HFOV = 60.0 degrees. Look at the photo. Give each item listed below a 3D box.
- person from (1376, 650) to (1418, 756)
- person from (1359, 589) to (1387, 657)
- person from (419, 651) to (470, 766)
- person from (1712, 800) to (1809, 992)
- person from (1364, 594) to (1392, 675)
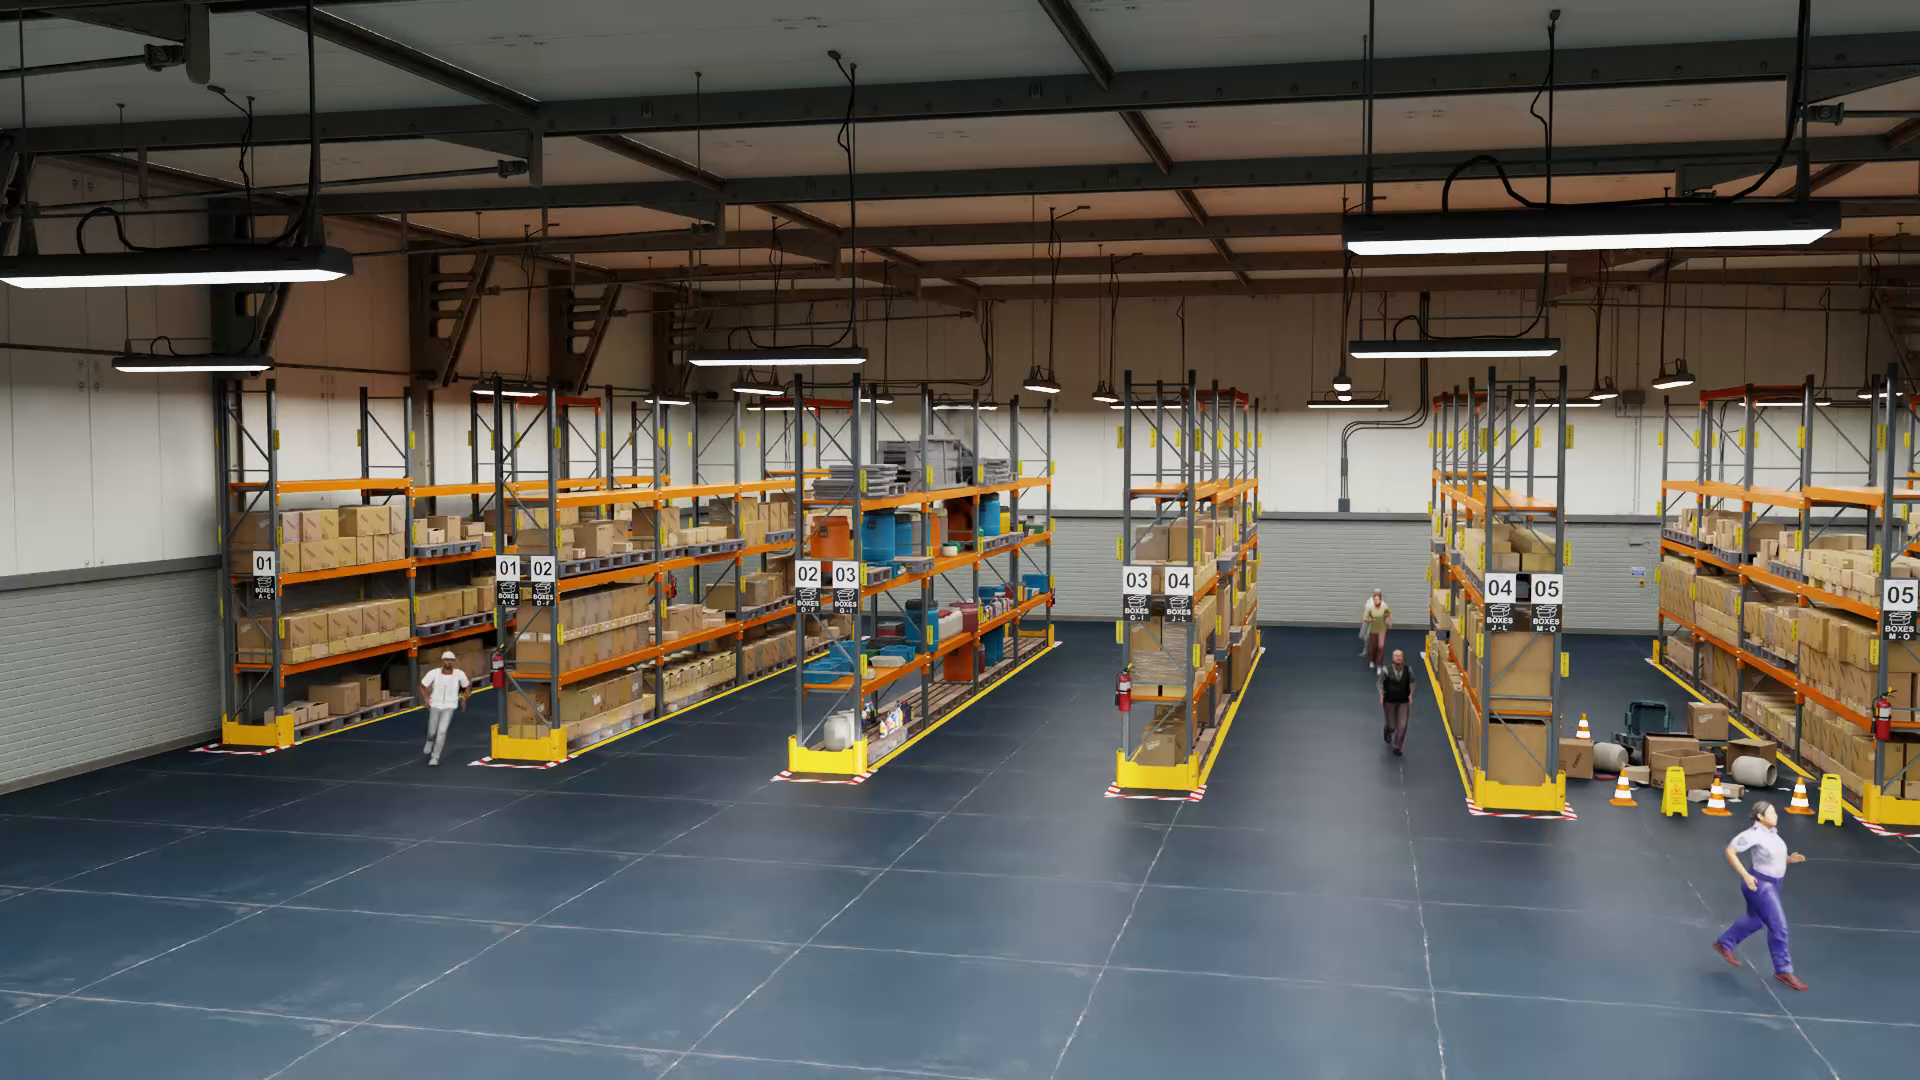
[{"bbox_3d":[6.977,2.578,26.573,0.647,1.675,0.637,0,3,7],"label":"person"},{"bbox_3d":[9.547,1.906,38.412,0.523,1.592,0.700,-3,5,-44],"label":"person"},{"bbox_3d":[-8.006,2.591,25.843,0.763,1.718,0.859,-1,4,-16],"label":"person"},{"bbox_3d":[7.430,3.247,15.390,0.873,1.658,0.594,3,5,41],"label":"person"},{"bbox_3d":[9.022,2.015,35.899,0.584,1.708,0.895,1,4,17],"label":"person"}]
